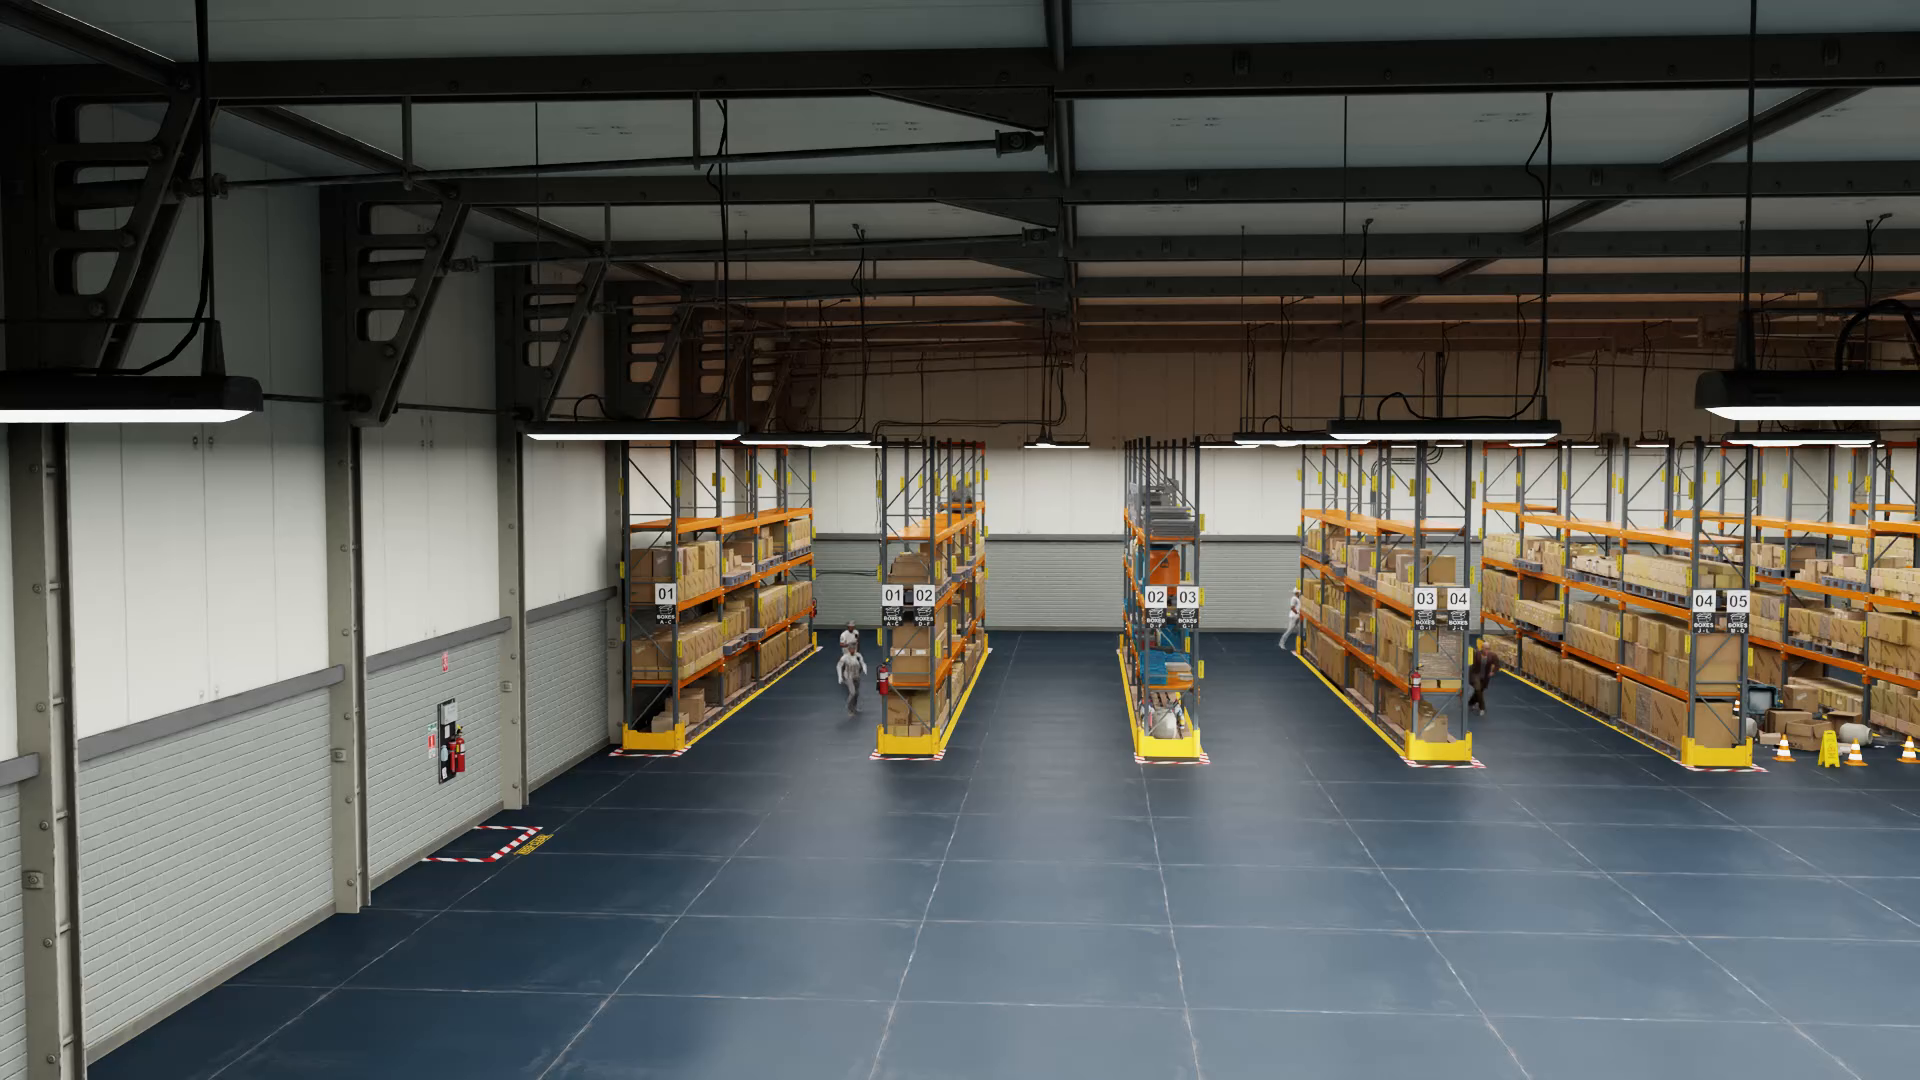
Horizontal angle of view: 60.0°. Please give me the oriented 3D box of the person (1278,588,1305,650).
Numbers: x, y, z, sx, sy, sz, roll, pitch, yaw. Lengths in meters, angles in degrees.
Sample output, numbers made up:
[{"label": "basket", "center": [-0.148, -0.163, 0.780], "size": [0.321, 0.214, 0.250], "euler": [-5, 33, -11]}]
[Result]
[{"label": "person", "center": [9.660, 2.245, 47.700], "size": [0.992, 1.775, 0.720], "euler": [1, 3, 22]}]

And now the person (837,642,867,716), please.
[{"label": "person", "center": [-2.303, 3.018, 36.107], "size": [0.616, 1.630, 0.749], "euler": [-2, 4, -38]}]

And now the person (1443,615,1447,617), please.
[{"label": "person", "center": [13.922, 2.456, 47.005], "size": [0.576, 1.565, 0.613], "euler": [3, 4, 40]}]

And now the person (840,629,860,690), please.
[{"label": "person", "center": [-2.701, 2.856, 40.229], "size": [0.501, 1.449, 0.885], "euler": [-1, 3, -18]}]

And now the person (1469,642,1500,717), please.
[{"label": "person", "center": [11.276, 3.027, 36.032], "size": [0.722, 1.499, 1.148], "euler": [0, 3, 5]}]
